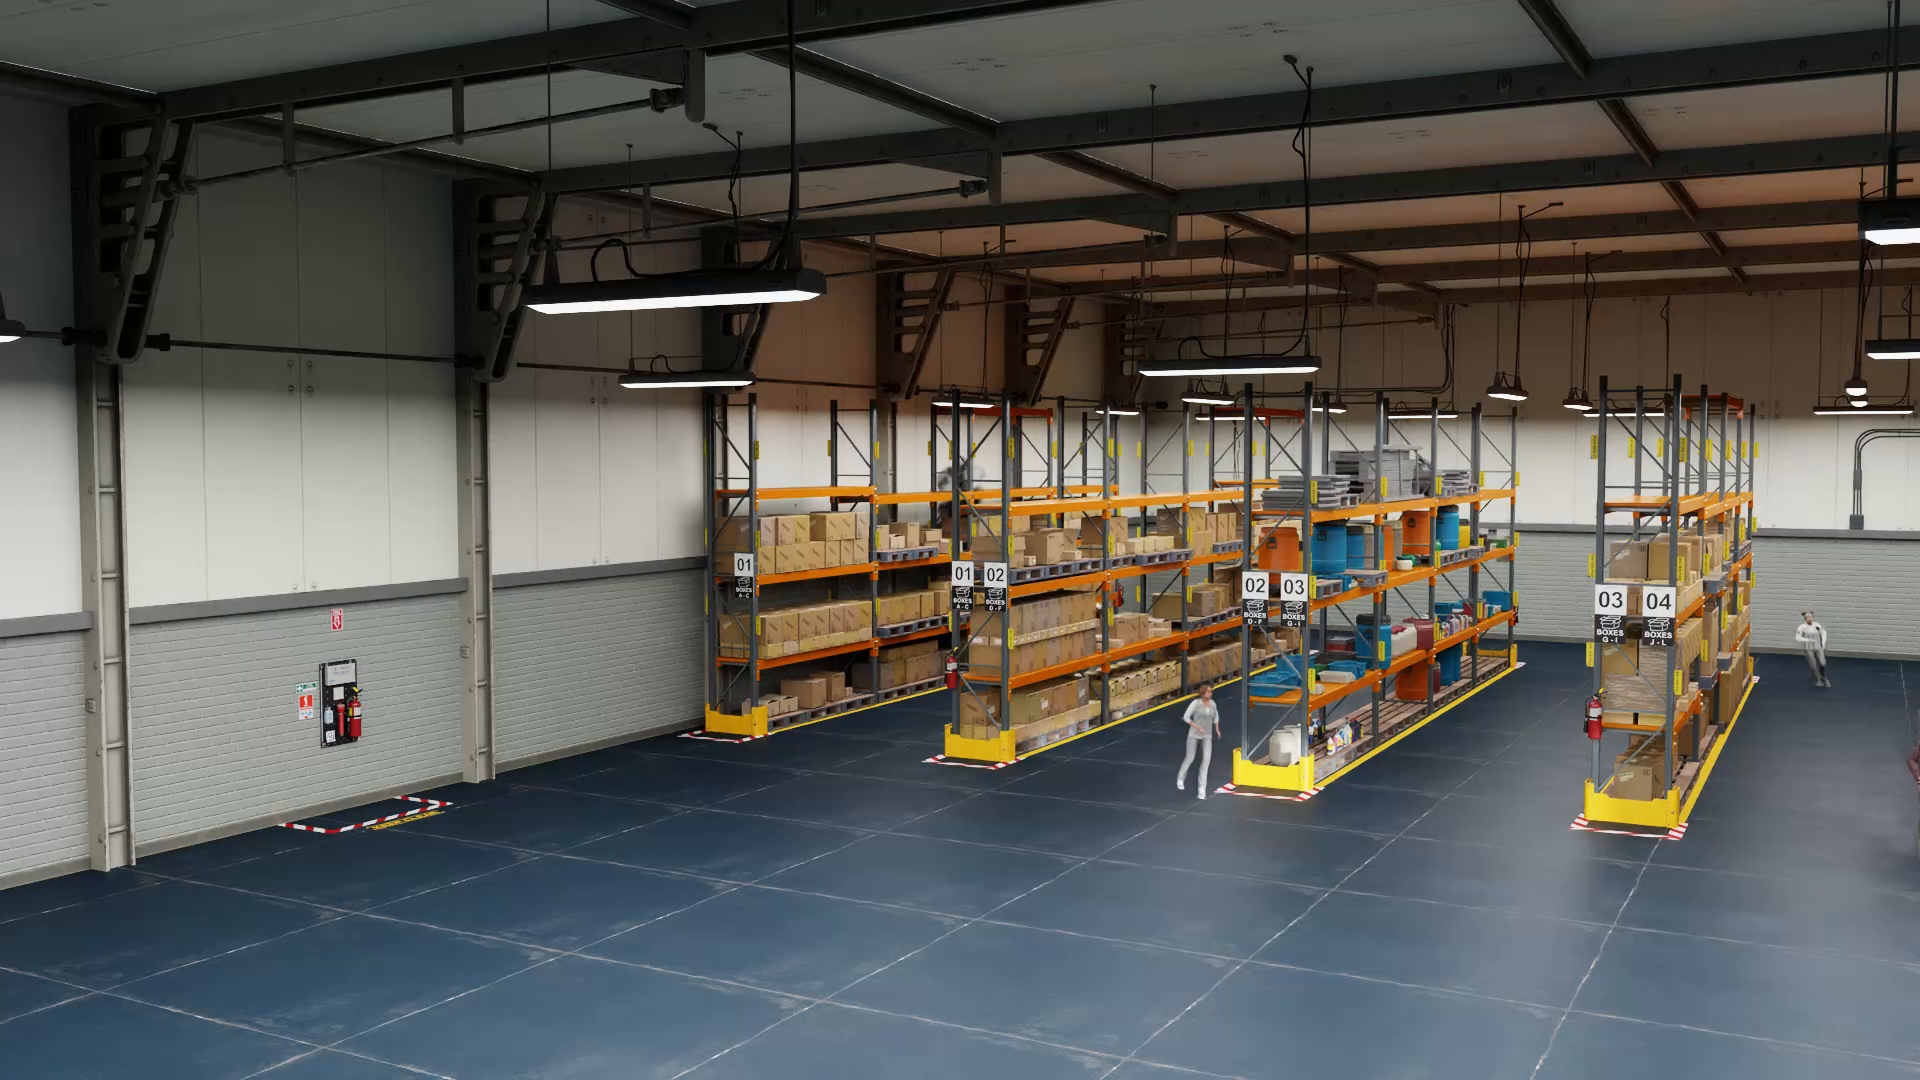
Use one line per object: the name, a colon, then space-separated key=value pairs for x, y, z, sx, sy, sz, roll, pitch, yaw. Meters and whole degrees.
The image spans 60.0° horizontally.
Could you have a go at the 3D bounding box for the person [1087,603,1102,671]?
person: x=2.895 y=2.218 z=35.365 sx=0.714 sy=1.744 sz=0.901 roll=1 pitch=3 yaw=23

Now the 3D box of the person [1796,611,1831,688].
person: x=17.955 y=2.291 z=34.996 sx=0.693 sy=1.621 sz=0.608 roll=1 pitch=3 yaw=18

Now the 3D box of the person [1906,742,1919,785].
person: x=11.889 y=3.043 z=20.180 sx=0.727 sy=1.762 sz=0.816 roll=0 pitch=3 yaw=5

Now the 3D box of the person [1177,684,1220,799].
person: x=3.525 y=2.887 z=24.150 sx=0.604 sy=1.602 sz=0.754 roll=-1 pitch=3 yaw=-12
